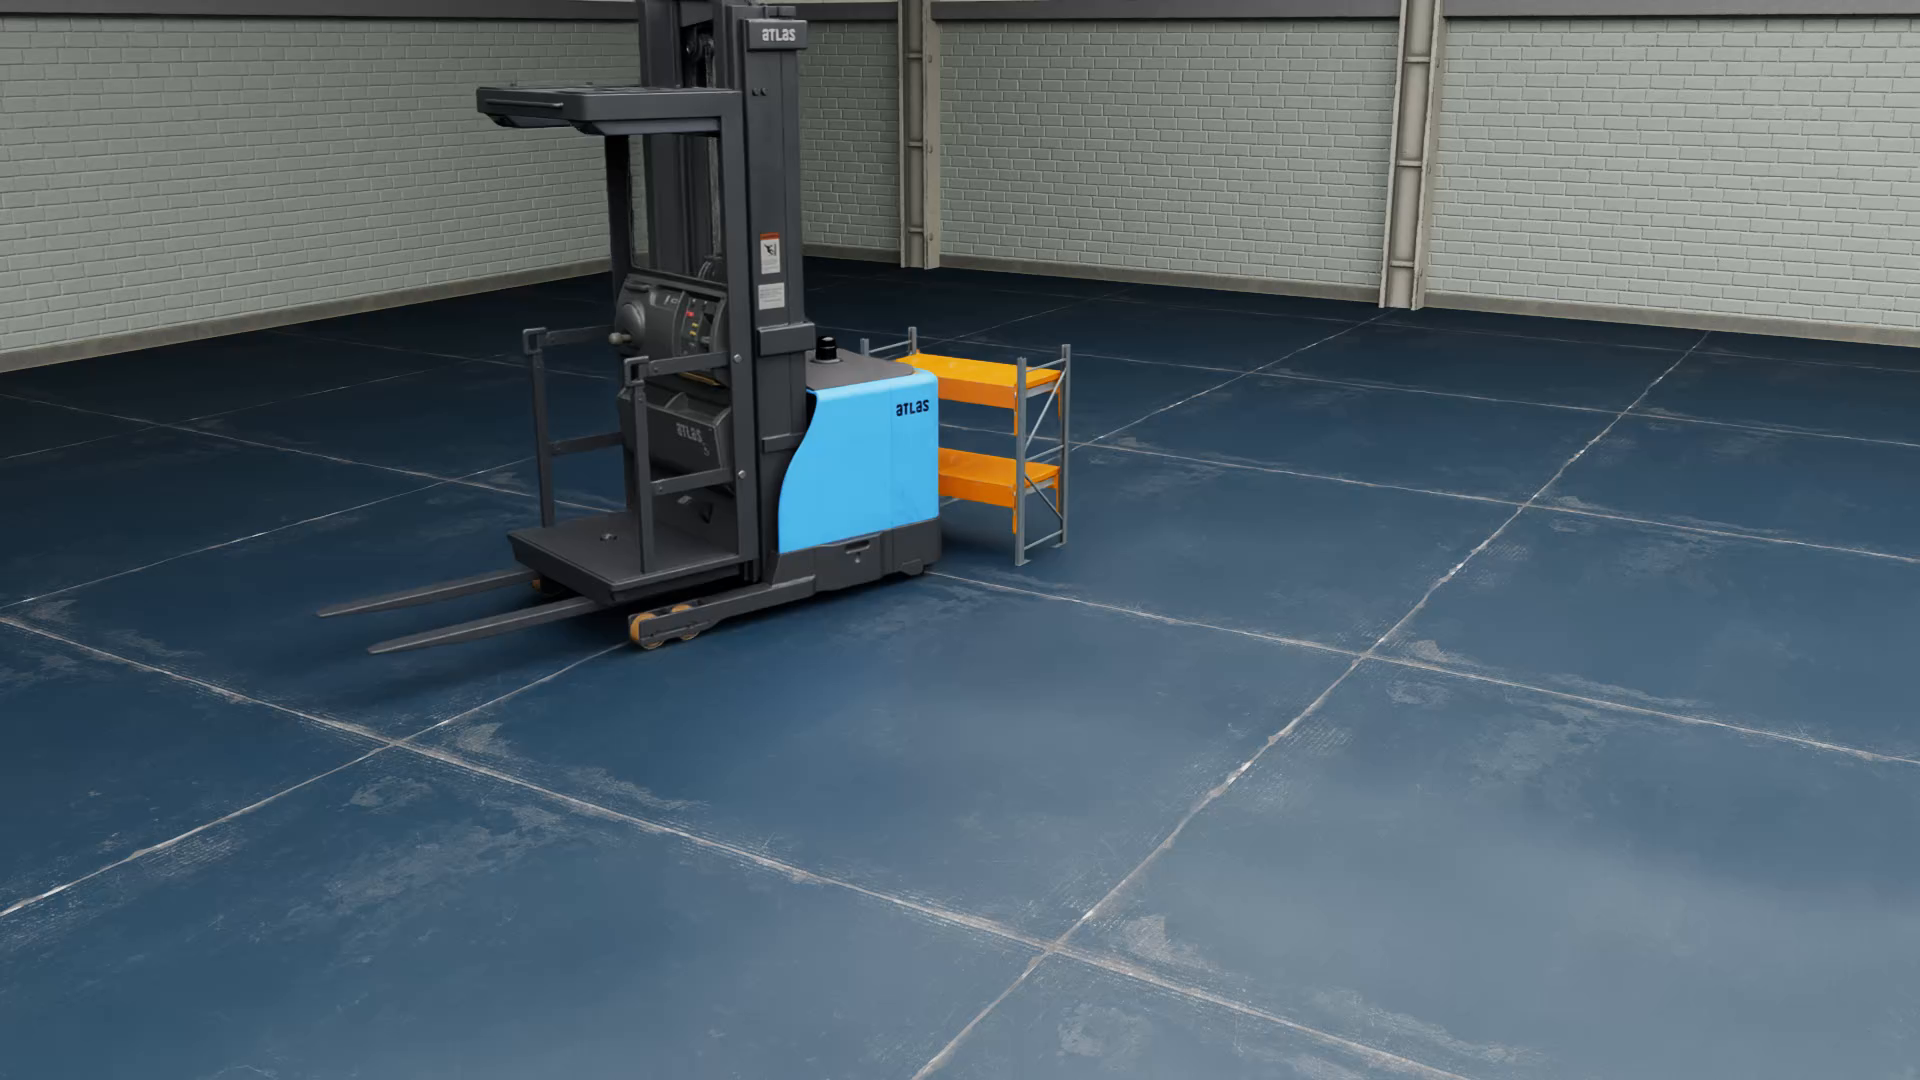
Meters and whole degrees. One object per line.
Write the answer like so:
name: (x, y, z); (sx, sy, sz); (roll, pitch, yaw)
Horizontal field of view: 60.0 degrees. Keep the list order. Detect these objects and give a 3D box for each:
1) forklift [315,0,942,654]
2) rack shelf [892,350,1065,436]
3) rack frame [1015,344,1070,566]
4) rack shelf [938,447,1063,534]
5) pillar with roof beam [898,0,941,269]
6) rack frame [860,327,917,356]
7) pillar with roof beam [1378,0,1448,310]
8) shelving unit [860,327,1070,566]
forklift: (-1.550, -1.067, 7.852); (3.031, 2.935, 1.130); (-14, 22, -38)
rack shelf: (0.024, -0.822, 9.144); (1.000, 0.278, 0.538); (11, 20, 32)
rack frame: (0.447, -0.460, 8.960); (0.032, 1.125, 0.500); (11, 20, 32)
rack shelf: (0.024, -0.308, 9.300); (1.000, 0.278, 0.538); (11, 20, 32)
pillar with roof beam: (-2.738, -6.598, 15.620); (0.400, 9.000, 9.100); (10, 20, 30)
rack frame: (-0.399, -0.624, 9.499); (0.032, 1.125, 0.500); (11, 20, 32)
pillar with roof beam: (2.375, -5.685, 12.615); (0.400, 9.000, 9.100); (10, 20, 30)
shelving unit: (0.024, -0.542, 9.229); (1.048, 1.125, 0.538); (11, 20, 32)
